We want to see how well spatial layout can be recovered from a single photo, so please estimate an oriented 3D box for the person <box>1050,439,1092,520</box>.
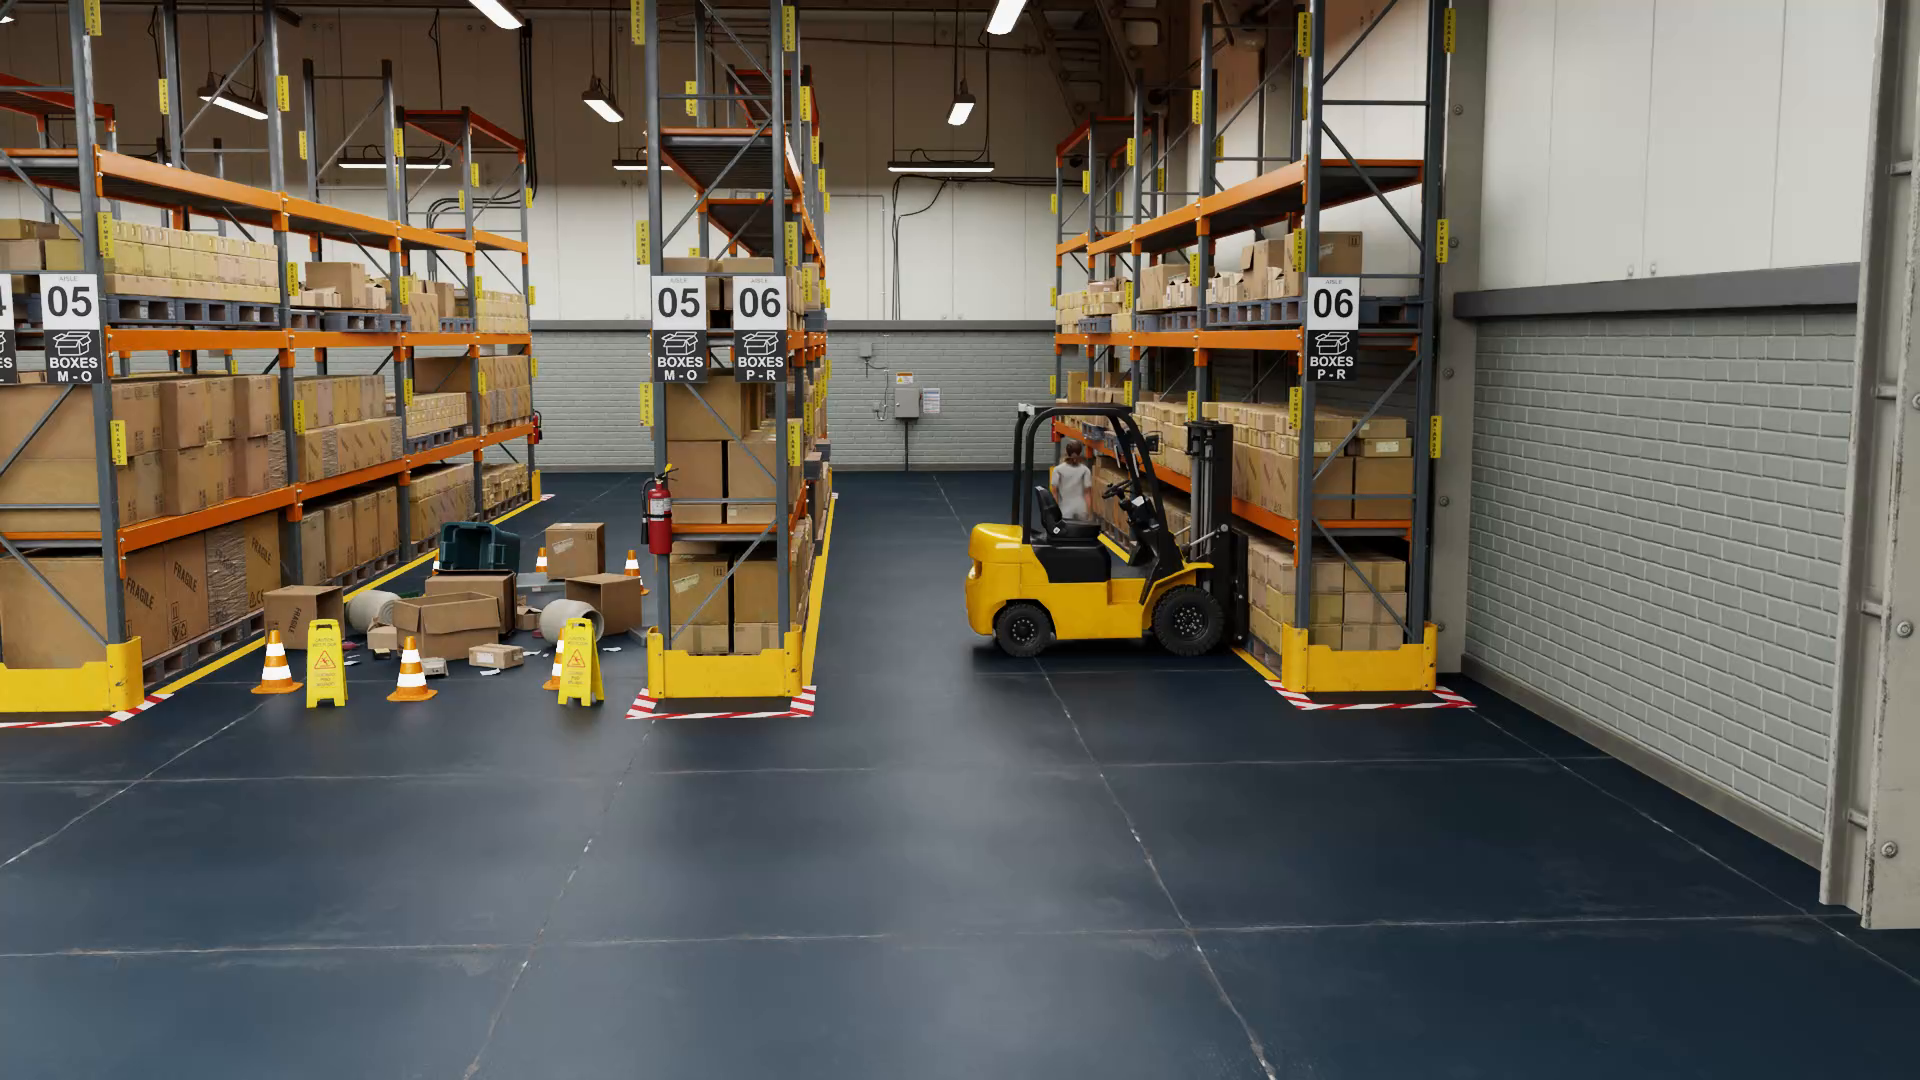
[{"bbox_3d":[1.193,-0.248,17.802,0.449,1.642,0.864,0,7,-1],"label":"person"}]
